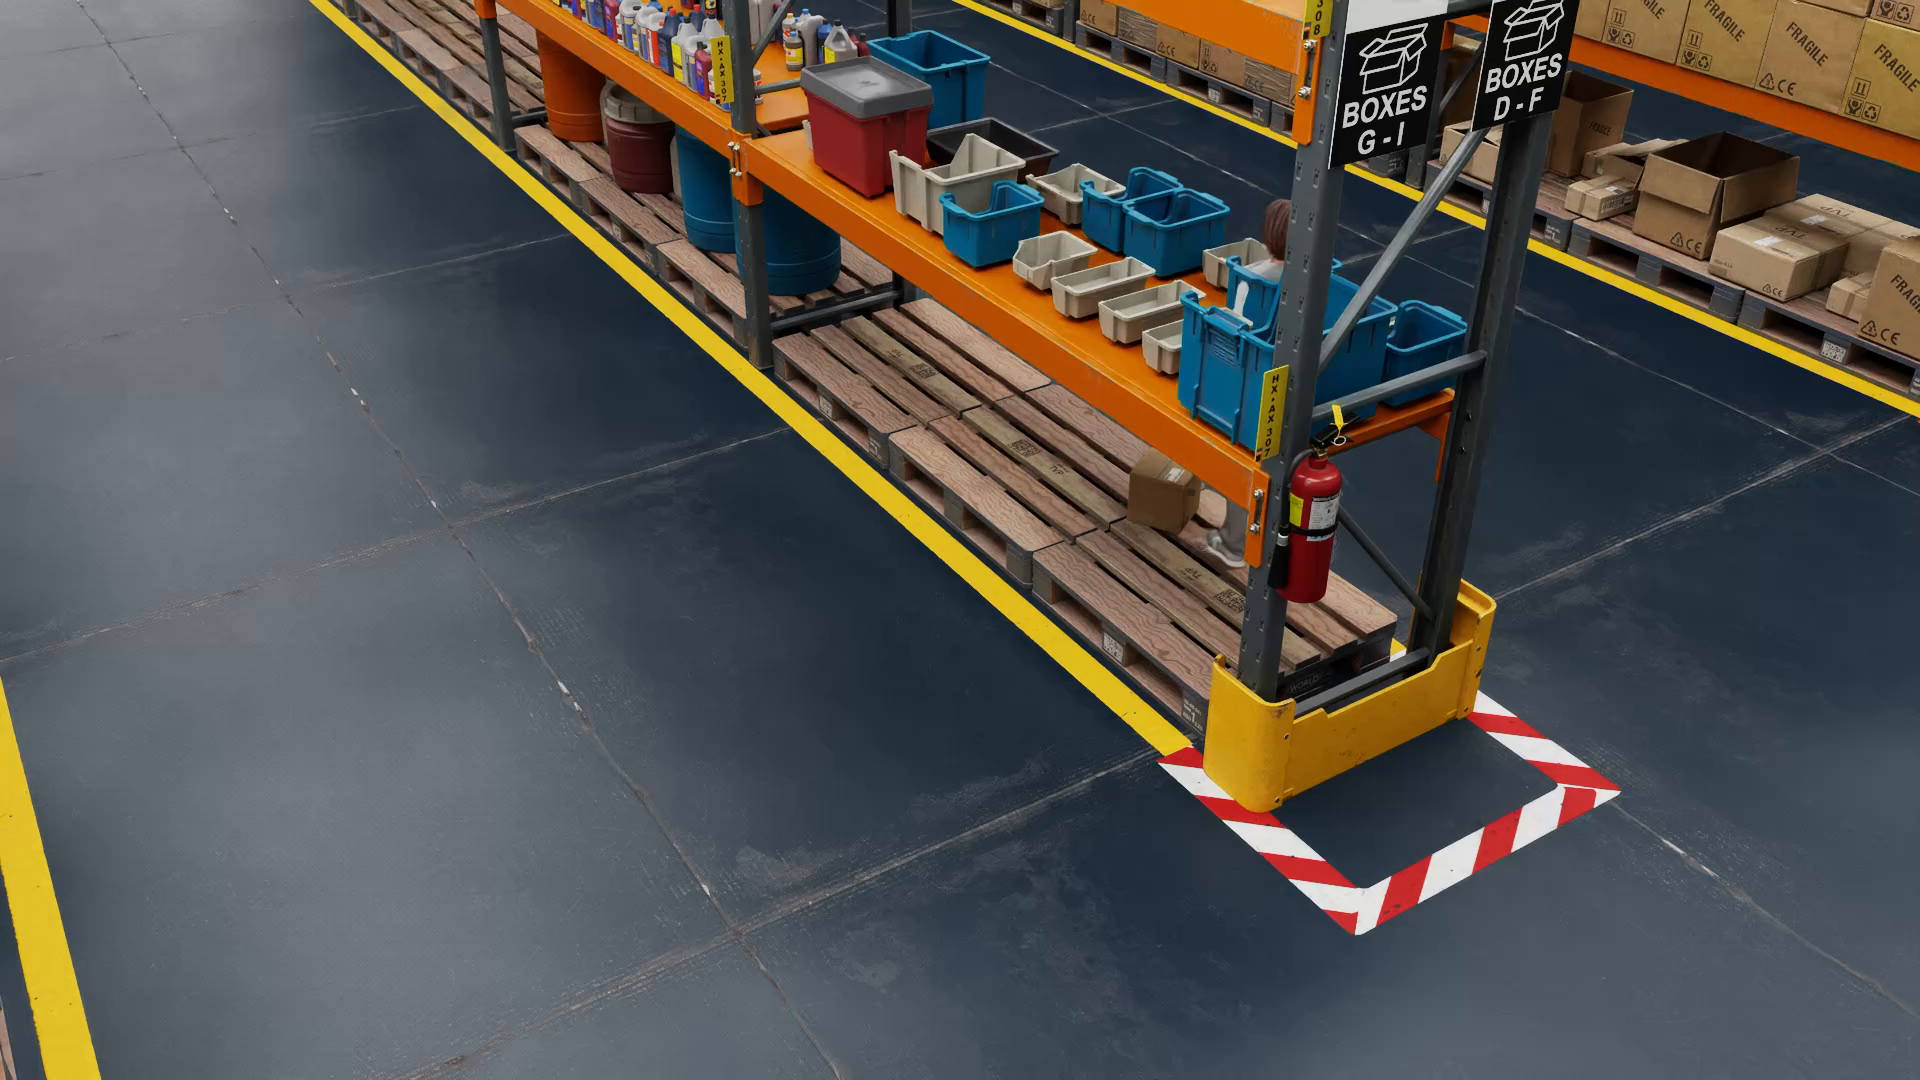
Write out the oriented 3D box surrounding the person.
[{"bbox_3d":[1.227,-0.619,6.720,0.408,1.598,0.307,-10,34,-15],"label":"person"}]
